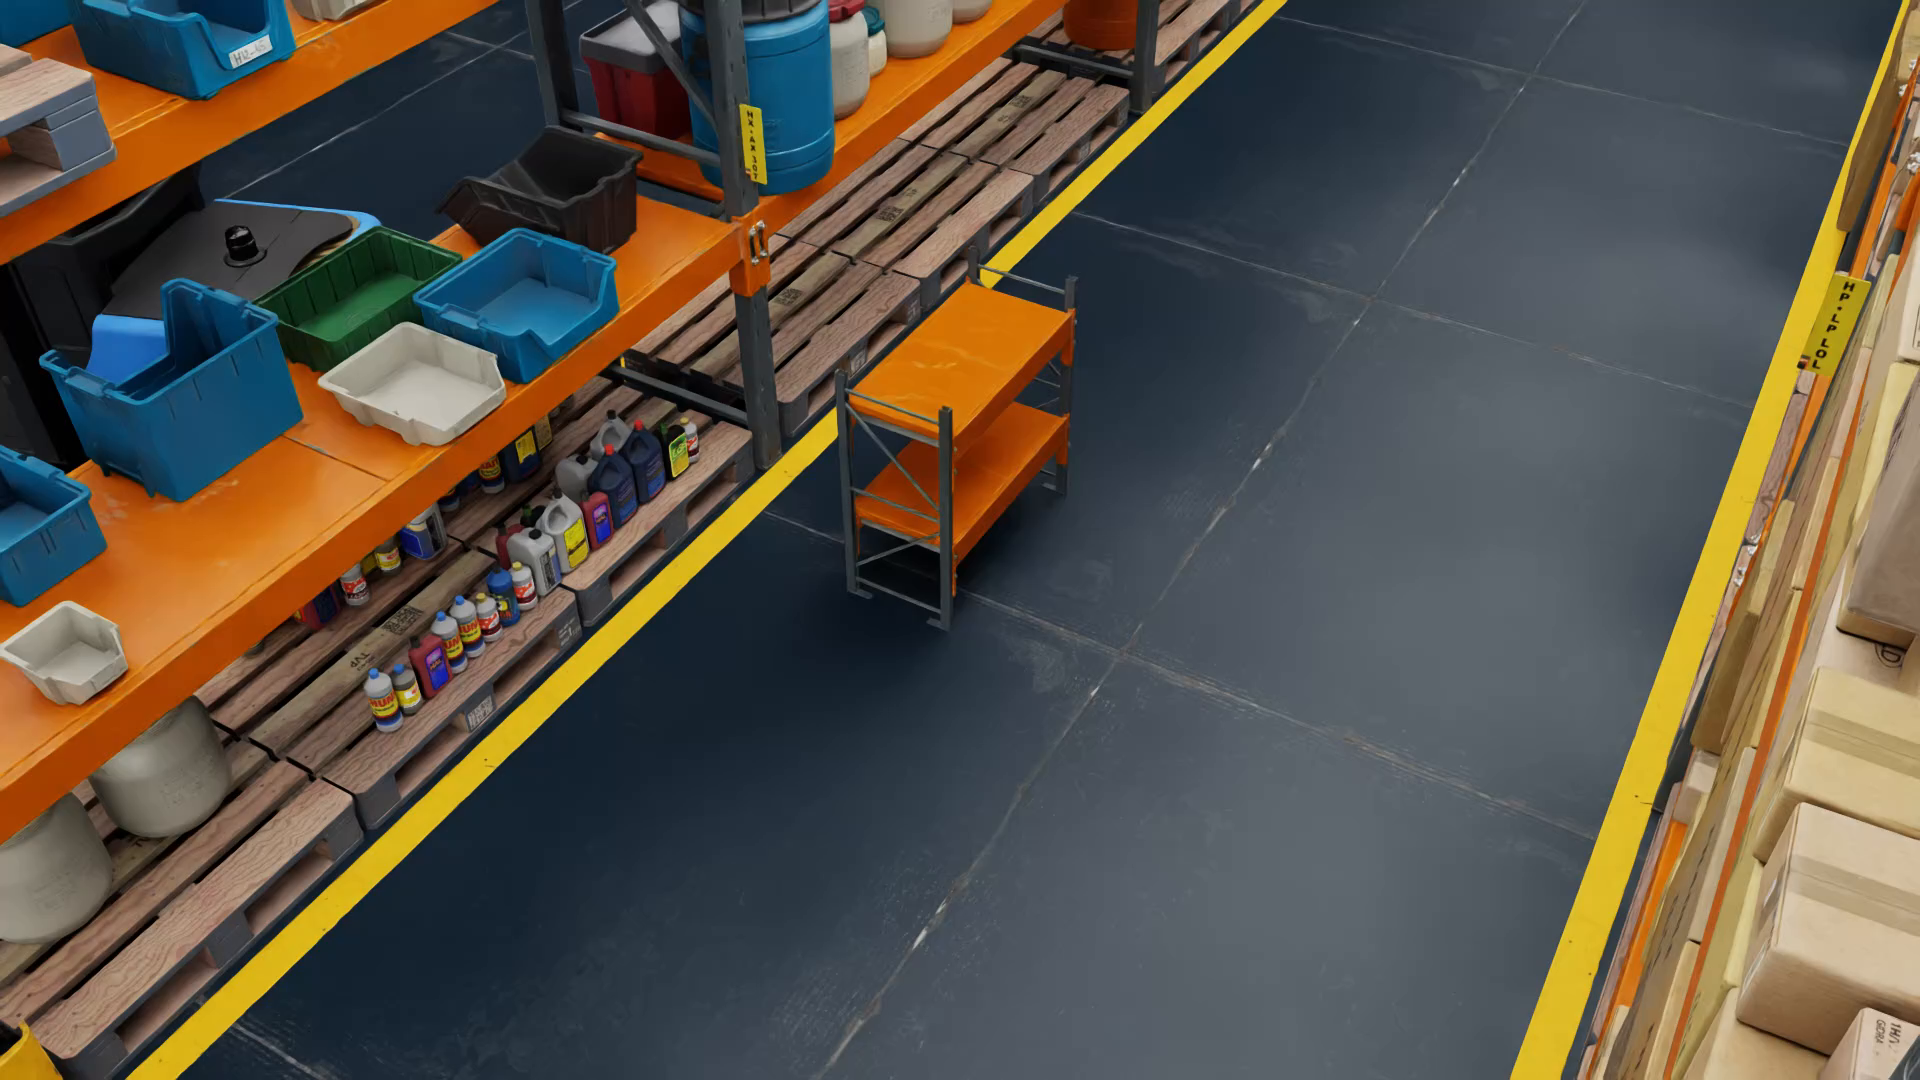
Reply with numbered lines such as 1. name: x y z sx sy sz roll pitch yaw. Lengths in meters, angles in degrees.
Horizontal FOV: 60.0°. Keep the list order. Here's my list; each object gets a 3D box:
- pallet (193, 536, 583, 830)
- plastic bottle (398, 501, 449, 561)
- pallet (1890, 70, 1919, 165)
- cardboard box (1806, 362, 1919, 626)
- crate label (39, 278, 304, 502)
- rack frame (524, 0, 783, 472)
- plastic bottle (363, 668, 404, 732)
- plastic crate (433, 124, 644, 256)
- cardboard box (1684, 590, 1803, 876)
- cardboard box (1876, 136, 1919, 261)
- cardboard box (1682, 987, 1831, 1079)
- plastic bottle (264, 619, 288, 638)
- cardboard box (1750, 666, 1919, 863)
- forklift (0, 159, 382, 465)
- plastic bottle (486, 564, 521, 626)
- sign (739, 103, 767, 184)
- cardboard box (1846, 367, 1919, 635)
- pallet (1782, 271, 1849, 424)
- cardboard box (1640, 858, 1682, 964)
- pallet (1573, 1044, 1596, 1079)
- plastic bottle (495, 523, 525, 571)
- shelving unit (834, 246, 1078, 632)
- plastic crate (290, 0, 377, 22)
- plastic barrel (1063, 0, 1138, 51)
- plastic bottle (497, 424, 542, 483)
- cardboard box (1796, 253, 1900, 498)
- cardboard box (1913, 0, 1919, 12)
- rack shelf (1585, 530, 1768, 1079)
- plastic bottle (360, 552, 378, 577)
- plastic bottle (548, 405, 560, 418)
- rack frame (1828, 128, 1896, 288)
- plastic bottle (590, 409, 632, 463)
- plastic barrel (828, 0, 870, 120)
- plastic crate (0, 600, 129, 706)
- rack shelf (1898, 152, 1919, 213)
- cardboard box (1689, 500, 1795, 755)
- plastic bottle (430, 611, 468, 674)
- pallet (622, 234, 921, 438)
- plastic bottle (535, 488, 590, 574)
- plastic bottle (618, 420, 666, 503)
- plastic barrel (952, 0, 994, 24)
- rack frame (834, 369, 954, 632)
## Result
1. pallet: -2.264 0.478 6.547 1.003 0.211 1.213 21 45 22
2. plastic bottle: -2.212 -0.072 6.790 0.152 0.276 0.135 21 45 22
3. pallet: 4.743 -1.775 7.141 1.213 0.211 1.003 21 45 22
4. cardboard box: 1.784 -0.009 2.834 0.500 0.250 0.500 20 45 21
5. crate label: -2.597 -0.507 5.529 0.502 0.435 0.616 21 45 22
6. rack frame: -1.282 -1.639 6.842 1.000 3.000 0.127 21 45 22
7. plastic bottle: -2.107 0.574 6.060 0.097 0.271 0.097 0 41 0
8. plastic crate: -1.655 -1.359 6.570 0.767 0.338 0.504 21 45 22
9. cardboard box: 1.820 0.510 3.344 0.500 0.500 0.500 21 45 22
10. cardboard box: 3.793 -1.220 5.970 0.797 0.503 0.637 26 47 26
11. cardboard box: 1.025 0.858 1.850 0.500 0.250 0.500 22 46 23
12. plastic bottle: -2.702 0.235 6.436 0.061 0.283 0.133 22 46 23
13. cardboard box: 1.252 0.352 2.123 0.380 0.149 0.250 21 46 22
14. forklift: -4.071 -1.577 6.823 3.031 2.935 1.130 7 42 8
15. plastic bottle: -1.784 0.204 6.480 0.097 0.271 0.097 0 41 0
16. sign: -0.812 -1.555 6.537 0.100 0.325 0.005 21 45 22
17. cardboard box: 1.561 -0.146 2.197 0.500 0.500 0.500 21 45 22
18. pallet: 4.615 -0.797 7.995 1.003 0.211 1.213 21 45 22
19. cardboard box: 1.899 0.979 4.059 0.380 0.149 0.250 21 45 22
20. pallet: 2.091 2.142 4.658 1.003 0.211 1.213 21 45 22
21. plastic bottle: -1.790 0.030 6.669 0.061 0.283 0.133 21 45 22
22. shelving unit: 0.003 -0.426 6.883 0.538 1.125 1.048 21 45 22
23. plastic crate: -1.736 -1.614 4.743 0.243 0.136 0.396 21 45 22
24. plastic barrel: 0.949 -3.557 10.344 0.600 0.830 0.708 21 45 22
25. plastic bottle: -1.921 -0.438 7.149 0.144 0.351 0.185 21 45 22
26. cardboard box: 2.561 -0.352 4.323 0.500 0.500 0.500 21 45 22
27. cardboard box: 5.824 -2.546 9.161 1.225 0.875 0.875 21 46 22
28. rack shelf: 2.005 1.413 3.920 1.077 0.370 4.000 21 45 22
29. plastic bottle: -2.446 -0.028 6.684 0.144 0.351 0.185 23 46 24
30. plastic bottle: -1.872 -0.659 7.513 0.097 0.201 0.097 0 41 0
31. rack frame: 5.007 -2.290 7.581 1.000 3.000 0.127 21 45 22
32. plastic bottle: -1.480 -0.394 7.100 0.144 0.351 0.185 21 45 22
33. plastic barrel: -0.614 -2.165 7.336 0.433 0.535 0.433 0 41 0
34. plastic crate: -2.558 0.343 4.791 0.298 0.136 0.250 21 45 22
35. rack shelf: 4.007 -2.002 5.528 1.077 0.370 4.000 21 45 22
36. cardboard box: 2.446 0.361 4.270 0.875 0.500 0.500 21 45 22
37. plastic bottle: -1.935 0.378 6.283 0.097 0.271 0.097 0 41 0
38. pallet: -0.923 -1.055 8.288 1.003 0.211 1.213 21 45 22
39. plastic bottle: -1.613 -0.052 6.711 0.144 0.351 0.185 21 45 22
40. plastic bottle: -1.355 -0.347 7.045 0.144 0.351 0.185 20 45 21
41. plastic barrel: -0.030 -2.833 8.094 0.433 0.535 0.433 0 41 0
42. rack frame: -0.251 -0.135 6.552 0.500 1.125 0.032 21 45 22
